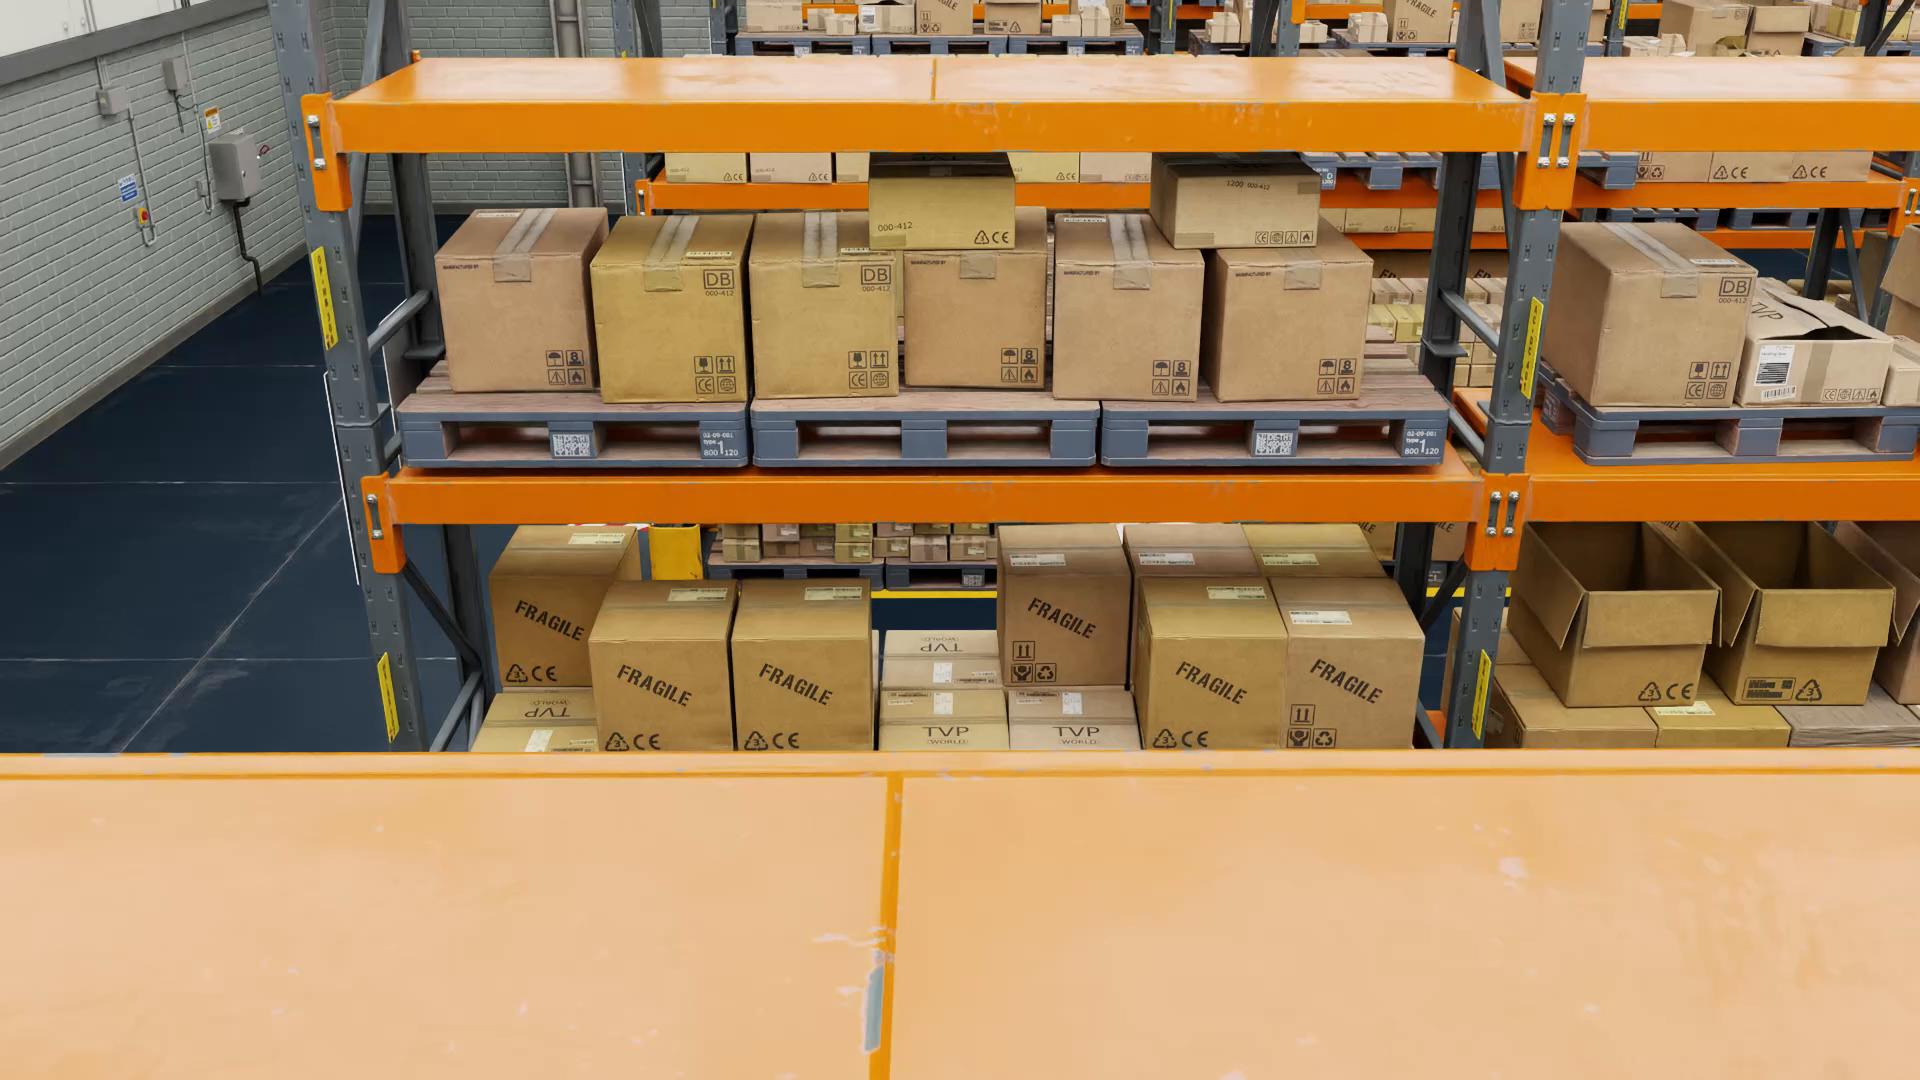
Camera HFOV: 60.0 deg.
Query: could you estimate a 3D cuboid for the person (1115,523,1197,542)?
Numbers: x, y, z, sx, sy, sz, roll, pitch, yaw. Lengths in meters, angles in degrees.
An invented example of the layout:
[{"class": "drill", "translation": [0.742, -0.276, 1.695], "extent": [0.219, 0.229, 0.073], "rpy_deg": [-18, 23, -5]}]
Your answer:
[{"class": "person", "translation": [1.003, 0.305, 10.344], "extent": [0.929, 1.001, 0.511], "rpy_deg": [-1, 24, -2]}]
